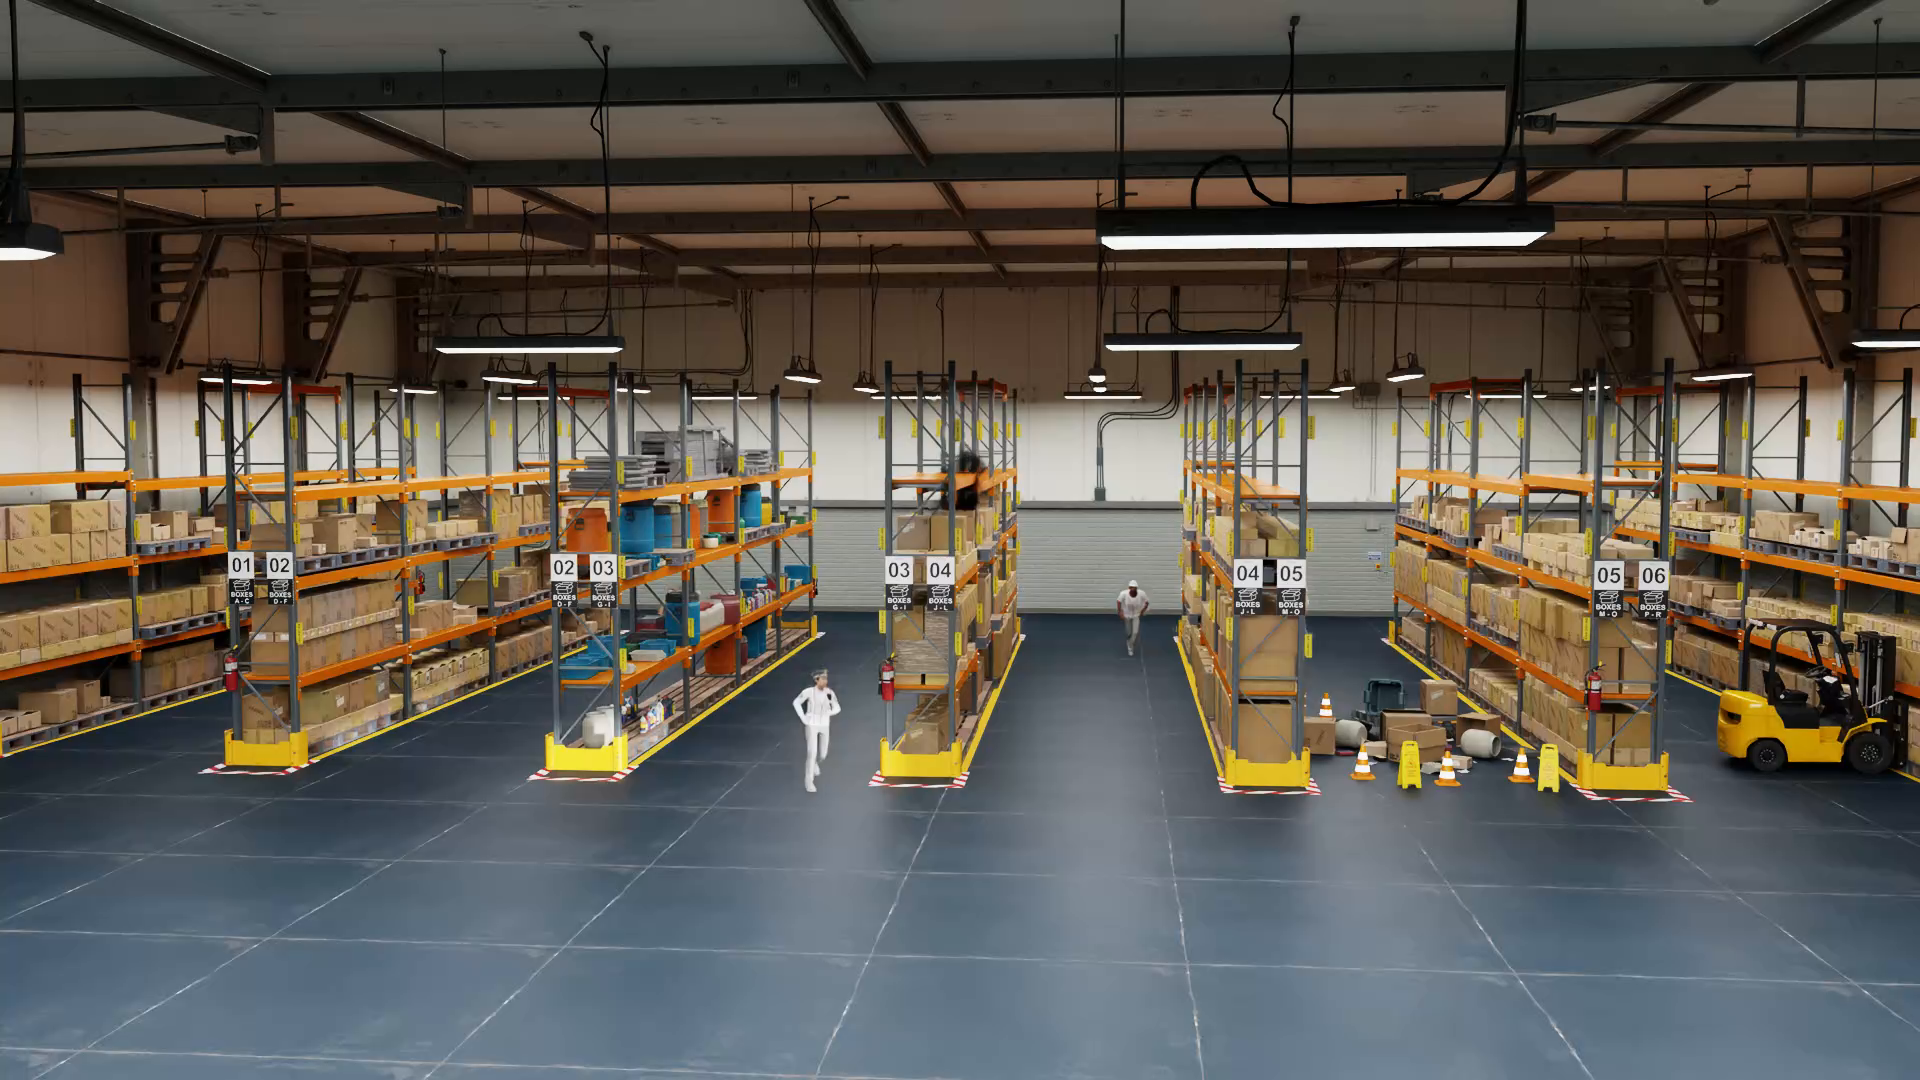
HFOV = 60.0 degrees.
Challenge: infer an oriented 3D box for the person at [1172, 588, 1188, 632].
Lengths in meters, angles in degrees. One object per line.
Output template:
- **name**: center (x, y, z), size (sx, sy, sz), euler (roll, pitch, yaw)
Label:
- **person**: center (5.629, 1.423, 40.647), size (0.962, 1.740, 0.703), euler (1, 4, 19)

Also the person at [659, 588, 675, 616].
- **person**: center (-6.179, 1.852, 35.590), size (0.593, 1.639, 0.901), euler (0, 4, 5)

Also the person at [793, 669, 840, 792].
- **person**: center (-1.999, 2.648, 23.514), size (0.639, 1.674, 0.870), euler (-2, 4, -26)

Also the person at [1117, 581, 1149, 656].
- **person**: center (3.872, 1.687, 37.247), size (0.696, 1.613, 0.878), euler (0, 4, -1)
